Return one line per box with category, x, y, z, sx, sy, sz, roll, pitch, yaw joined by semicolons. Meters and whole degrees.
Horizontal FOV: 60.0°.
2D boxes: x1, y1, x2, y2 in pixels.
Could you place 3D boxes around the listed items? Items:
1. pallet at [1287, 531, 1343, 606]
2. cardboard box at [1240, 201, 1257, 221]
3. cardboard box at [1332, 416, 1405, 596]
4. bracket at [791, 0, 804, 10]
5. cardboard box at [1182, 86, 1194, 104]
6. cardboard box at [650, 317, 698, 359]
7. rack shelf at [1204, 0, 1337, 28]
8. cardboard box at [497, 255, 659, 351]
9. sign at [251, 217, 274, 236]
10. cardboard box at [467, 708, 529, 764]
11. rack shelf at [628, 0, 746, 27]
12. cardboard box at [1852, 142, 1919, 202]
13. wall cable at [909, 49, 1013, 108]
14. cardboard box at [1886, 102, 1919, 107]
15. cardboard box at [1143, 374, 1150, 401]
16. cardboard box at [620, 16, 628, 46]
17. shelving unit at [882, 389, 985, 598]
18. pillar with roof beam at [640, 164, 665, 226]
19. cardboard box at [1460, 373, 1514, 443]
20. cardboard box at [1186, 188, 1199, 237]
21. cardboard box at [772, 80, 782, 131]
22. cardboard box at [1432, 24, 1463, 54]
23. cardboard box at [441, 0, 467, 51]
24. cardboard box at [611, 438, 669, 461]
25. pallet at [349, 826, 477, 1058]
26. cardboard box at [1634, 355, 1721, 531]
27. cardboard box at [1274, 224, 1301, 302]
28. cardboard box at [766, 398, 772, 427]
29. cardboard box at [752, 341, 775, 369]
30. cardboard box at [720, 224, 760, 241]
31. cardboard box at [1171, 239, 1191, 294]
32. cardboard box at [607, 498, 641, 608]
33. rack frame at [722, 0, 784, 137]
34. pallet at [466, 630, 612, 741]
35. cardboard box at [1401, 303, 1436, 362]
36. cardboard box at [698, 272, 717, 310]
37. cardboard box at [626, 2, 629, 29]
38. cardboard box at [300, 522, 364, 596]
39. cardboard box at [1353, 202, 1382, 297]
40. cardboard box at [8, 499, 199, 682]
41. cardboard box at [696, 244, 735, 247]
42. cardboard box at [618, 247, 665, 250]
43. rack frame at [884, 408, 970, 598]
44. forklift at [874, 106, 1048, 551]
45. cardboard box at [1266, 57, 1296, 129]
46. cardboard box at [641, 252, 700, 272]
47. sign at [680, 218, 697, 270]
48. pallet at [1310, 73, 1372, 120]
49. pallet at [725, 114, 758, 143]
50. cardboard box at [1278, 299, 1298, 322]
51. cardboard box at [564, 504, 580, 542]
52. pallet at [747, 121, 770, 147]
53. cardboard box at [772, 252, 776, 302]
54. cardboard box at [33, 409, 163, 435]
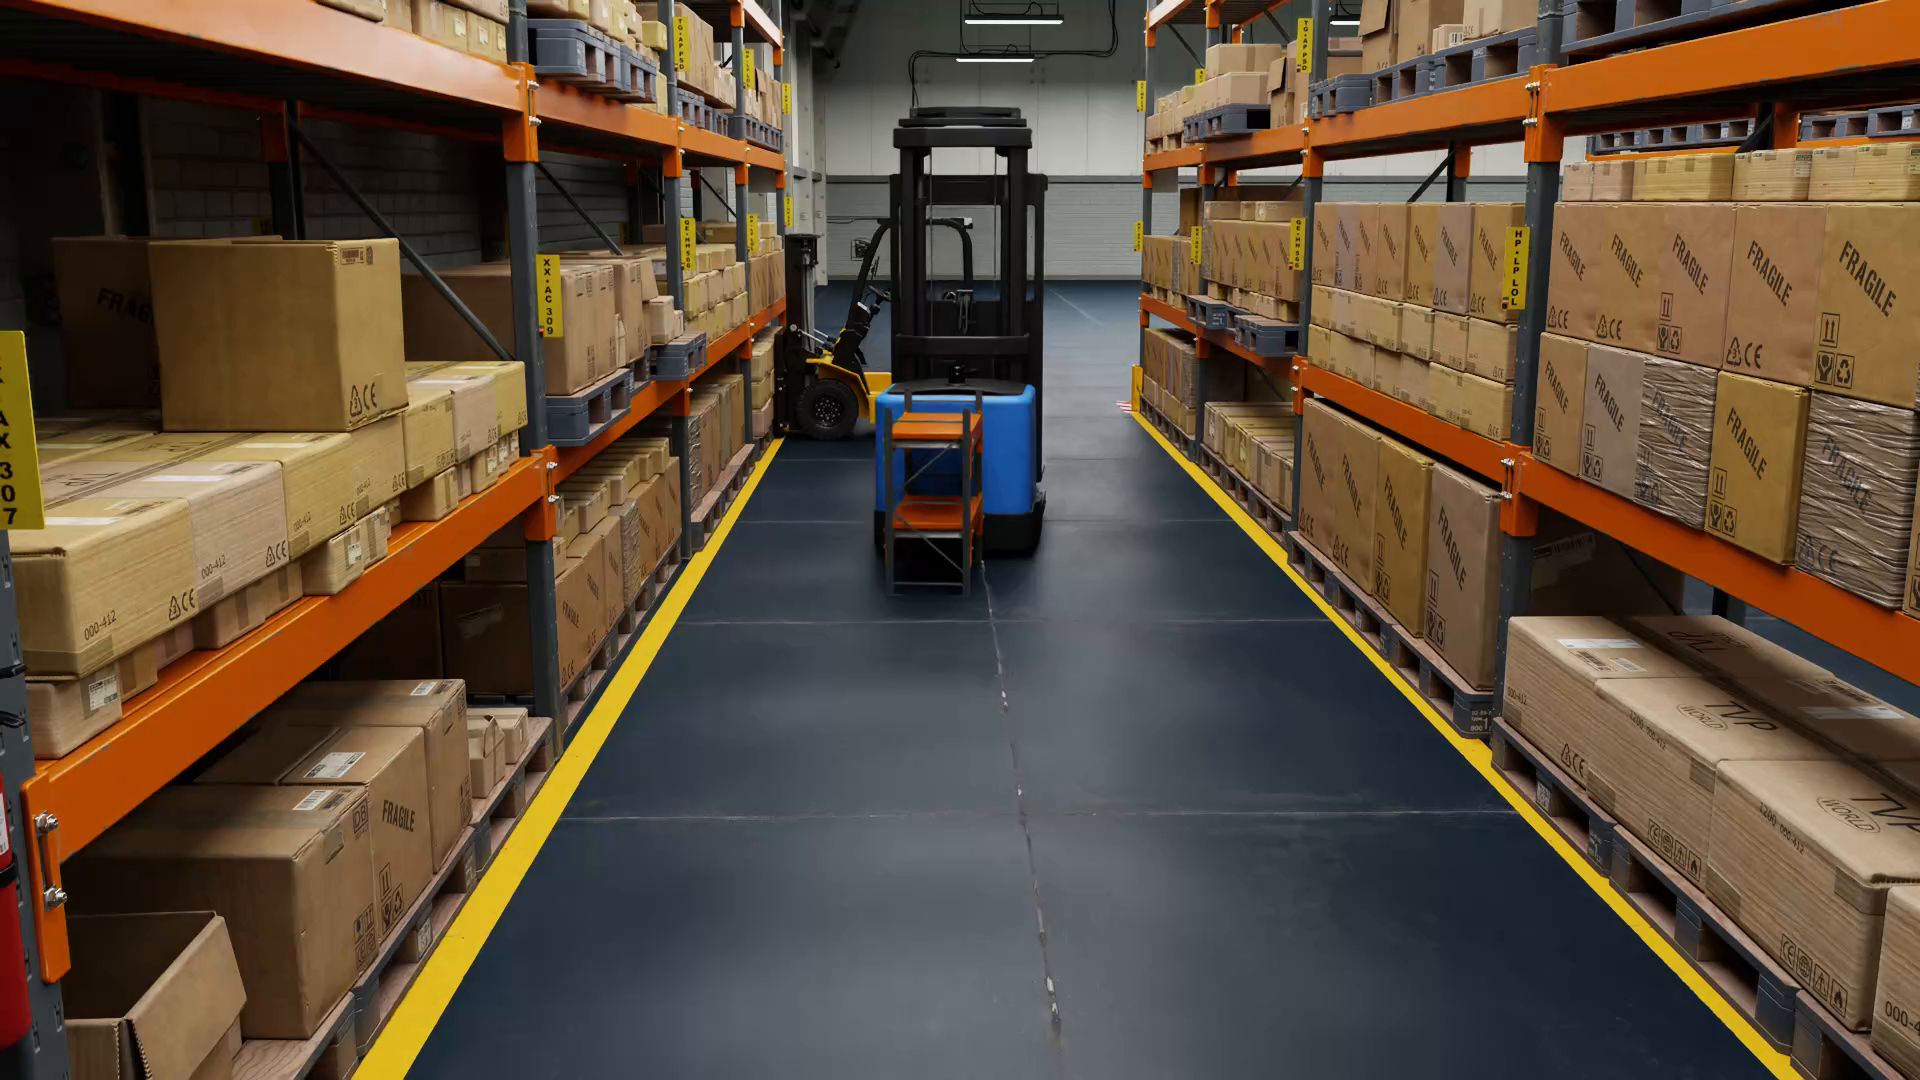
pallet;2.636;0.162;10.230;1.003;0.211;1.213;0;11;-1
cardboard box;2.394;-2.565;12.970;0.380;0.149;0.250;0;11;2
cardboard box;2.641;-0.211;9.344;0.875;0.875;0.875;0;11;0
bracket;-3.328;-10.990;34.044;0.235;0.232;0.430;0;11;-1
cardboard box;2.254;-4.111;15.362;0.380;0.149;0.250;0;11;1
cardboard box;-2.032;-1.356;11.078;0.500;0.250;0.500;0;11;-1
rack shelf;2.654;-4.151;12.202;1.077;0.370;4.000;0;11;-1
cardboard box;-2.048;-1.273;8.975;0.797;0.503;0.637;-1;11;-2
sign;-2.739;-1.110;6.574;0.100;0.325;0.005;0;11;-1
cardboard box;-1.879;0.755;6.406;0.380;0.149;0.250;-1;11;-3
rack shelf;-2.308;-4.130;12.098;1.077;0.370;4.000;0;11;-1
cardboard box;2.572;-0.952;4.312;0.380;0.149;0.250;0;11;0
wall cable;0.027;-13.248;49.334;3.097;2.526;0.112;0;11;-1
cardboard box;7.805;-3.604;13.305;0.500;0.250;0.500;0;11;-2
cardboard box;2.270;-1.649;18.001;0.500;0.250;0.500;0;11;-2
cardboard box;-1.850;-2.514;8.185;0.380;0.149;0.250;0;11;0
shelving unit;-0.148;-0.315;10.283;0.538;1.125;1.048;1;12;5
pillar with roof beam;0.985;-5.747;17.252;9.100;9.000;0.400;0;11;-1
cardboard box;2.517;-0.581;7.257;0.500;0.250;0.500;-1;11;-3
cardboard box;2.762;-3.436;17.435;0.700;0.500;0.500;0;11;-1
cardboard box;-2.180;-4.618;17.673;0.500;0.500;0.500;0;11;1
cardboard box;2.589;-2.503;8.341;0.380;0.166;0.250;1;11;4
cardboard box;-1.883;-1.720;5.581;0.380;0.149;0.250;0;11;1
cardboard box;-2.004;-0.542;10.287;0.380;0.149;0.250;-1;11;-4
pallet;-2.143;1.201;5.110;1.003;0.211;1.213;0;11;-1
cardboard box;2.536;-0.322;5.352;0.500;0.500;0.500;0;11;-1
cardboard box;2.408;-1.852;11.086;0.500;0.500;0.500;-1;11;-3
cardboard box;-2.055;-1.192;15.752;0.500;0.250;0.500;0;11;-2
cardboard box;-2.068;-1.782;16.143;0.500;0.250;0.500;0;11;1
cardboard box;-2.072;-2.867;15.515;0.380;0.149;0.250;0;11;0
cardboard box;2.322;-2.644;16.050;0.500;0.500;0.500;0;11;0
cardboard box;-2.001;0.068;8.908;0.500;0.500;0.500;-1;11;-3
rack frame;-2.432;-5.871;17.865;1.000;3.000;0.127;0;11;-1
pallet;-2.239;0.660;7.777;1.003;0.211;1.213;0;11;-1
cardboard box;2.492;-1.027;8.197;0.500;0.250;0.500;0;11;0
cardboard box;-2.034;-1.805;12.032;0.500;0.250;0.500;-1;11;-3
cardboard box;-1.937;-2.753;8.668;0.380;0.149;0.250;0;11;-1
cardboard box;-1.811;0.050;4.400;0.380;0.149;0.250;-1;11;-3
cardboard box;2.476;-1.600;9.137;0.500;0.500;0.500;0;11;0
cardboard box;-1.842;0.086;3.220;0.500;0.250;0.500;0;11;-1
cardboard box;-2.121;-2.436;14.138;0.380;0.149;0.250;0;11;1
cardboard box;-2.573;-2.278;13.361;0.380;0.149;0.250;0;11;-2
rack frame;-0.190;-0.214;9.786;0.500;1.125;0.032;1;12;5
forklift;0.071;-1.606;12.105;1.130;2.935;3.031;1;12;5
cardboard box;2.635;-3.186;11.913;0.797;0.503;0.637;0;11;-1
cardboard box;-2.070;-1.978;11.881;0.380;0.149;0.250;0;11;-1
sign;-1.725;-1.873;10.536;0.100;0.325;0.005;0;11;-1
pallet;2.762;-2.612;9.818;1.213;0.211;1.003;0;11;1
pallet;-2.393;-3.732;15.088;1.003;0.211;1.213;0;11;-1
cardboard box;2.376;-1.562;11.288;0.380;0.149;0.250;0;11;0
cardboard box;-2.045;-0.077;7.992;0.380;0.149;0.250;0;11;-2
pallet;-2.415;-3.974;16.281;1.003;0.211;1.213;0;11;-1
cardboard box;-2.147;-2.678;16.964;0.500;0.500;0.500;0;11;-2
cardboard box;-2.402;-0.218;4.718;0.500;0.250;0.500;0;11;-1
